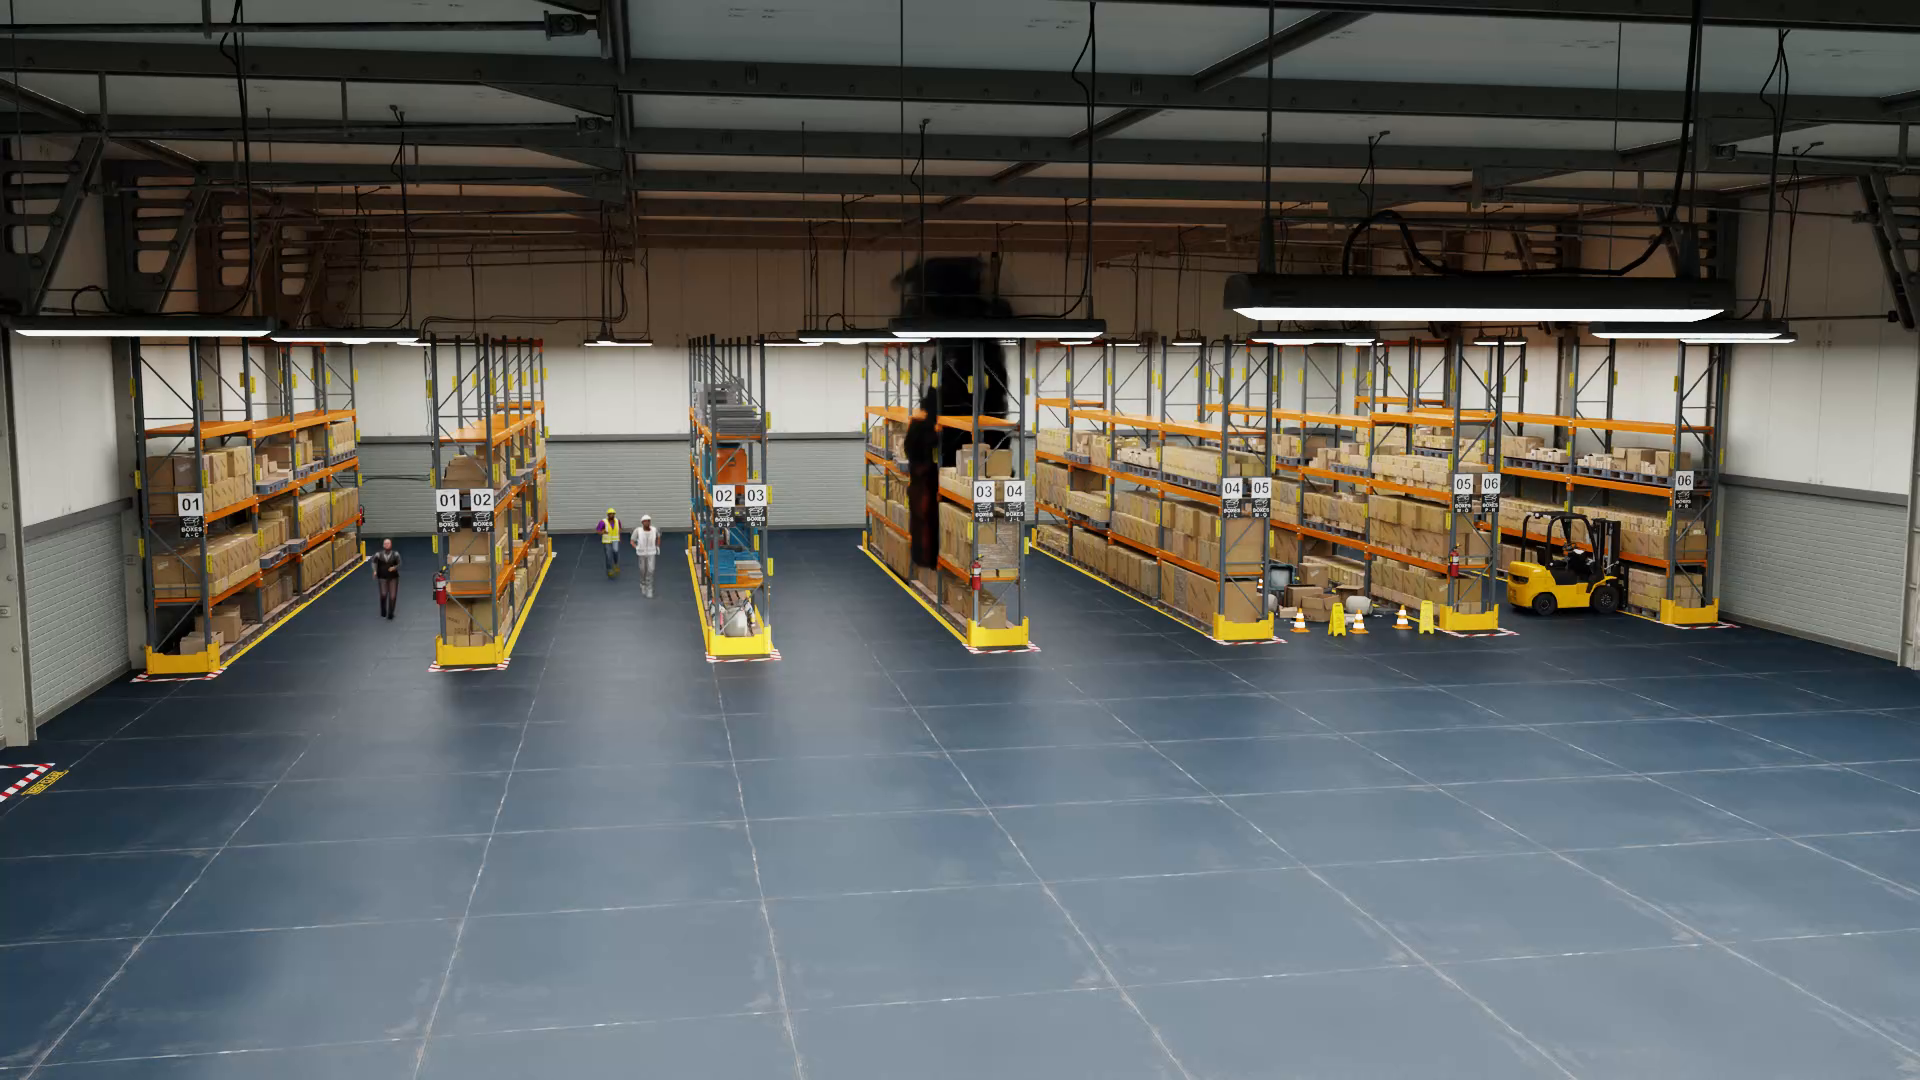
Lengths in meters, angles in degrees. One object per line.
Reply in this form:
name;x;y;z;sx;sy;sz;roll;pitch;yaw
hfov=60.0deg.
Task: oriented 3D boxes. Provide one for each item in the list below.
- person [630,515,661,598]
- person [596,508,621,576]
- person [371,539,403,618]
person;-6.945;0.350;36.778;0.667;1.806;0.828;-2;7;-15
person;-8.727;0.063;41.449;0.661;1.731;0.833;-3;7;-21
person;-12.145;0.831;35.288;0.639;1.685;0.651;-2;7;-21
